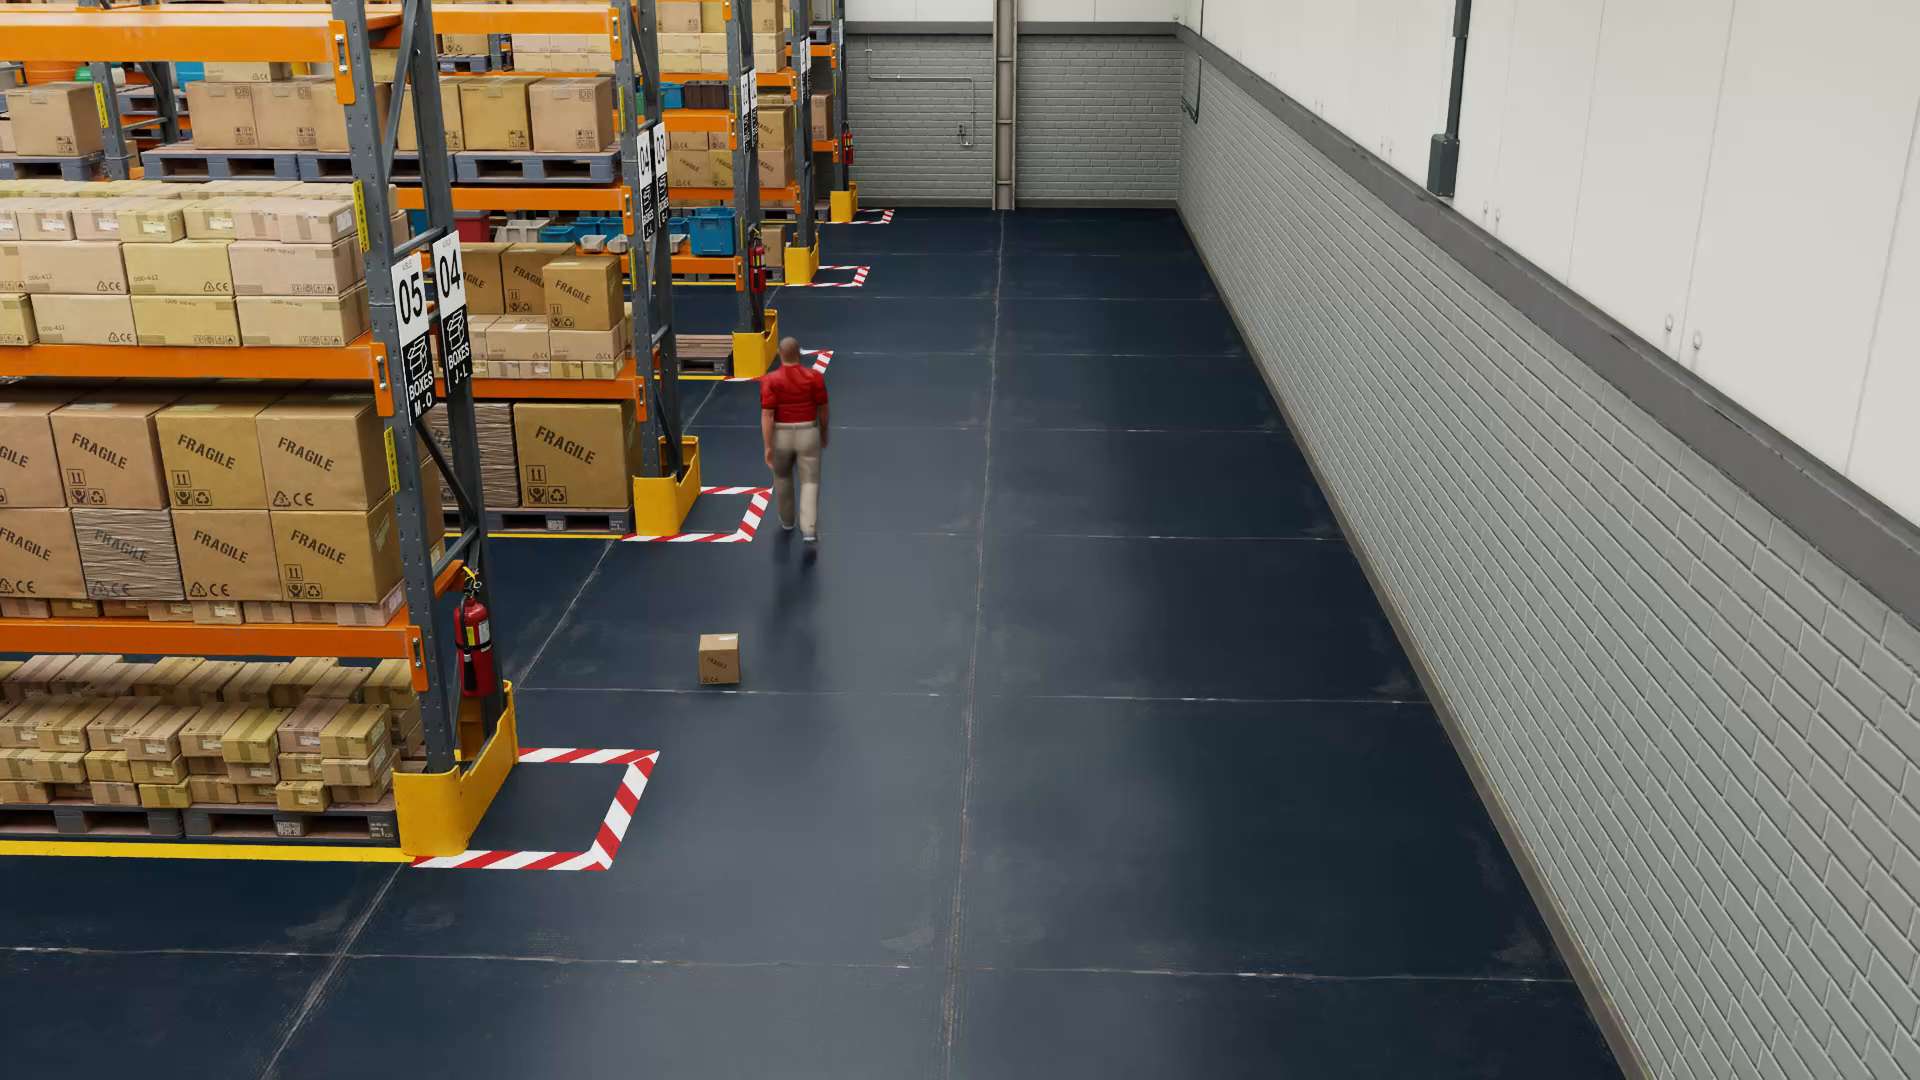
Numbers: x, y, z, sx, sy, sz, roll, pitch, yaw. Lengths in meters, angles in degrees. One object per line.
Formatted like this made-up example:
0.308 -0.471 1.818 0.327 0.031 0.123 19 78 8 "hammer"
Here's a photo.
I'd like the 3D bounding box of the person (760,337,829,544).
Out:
-1.304 -0.807 13.241 0.535 1.678 0.989 -1 21 -4 "person"
